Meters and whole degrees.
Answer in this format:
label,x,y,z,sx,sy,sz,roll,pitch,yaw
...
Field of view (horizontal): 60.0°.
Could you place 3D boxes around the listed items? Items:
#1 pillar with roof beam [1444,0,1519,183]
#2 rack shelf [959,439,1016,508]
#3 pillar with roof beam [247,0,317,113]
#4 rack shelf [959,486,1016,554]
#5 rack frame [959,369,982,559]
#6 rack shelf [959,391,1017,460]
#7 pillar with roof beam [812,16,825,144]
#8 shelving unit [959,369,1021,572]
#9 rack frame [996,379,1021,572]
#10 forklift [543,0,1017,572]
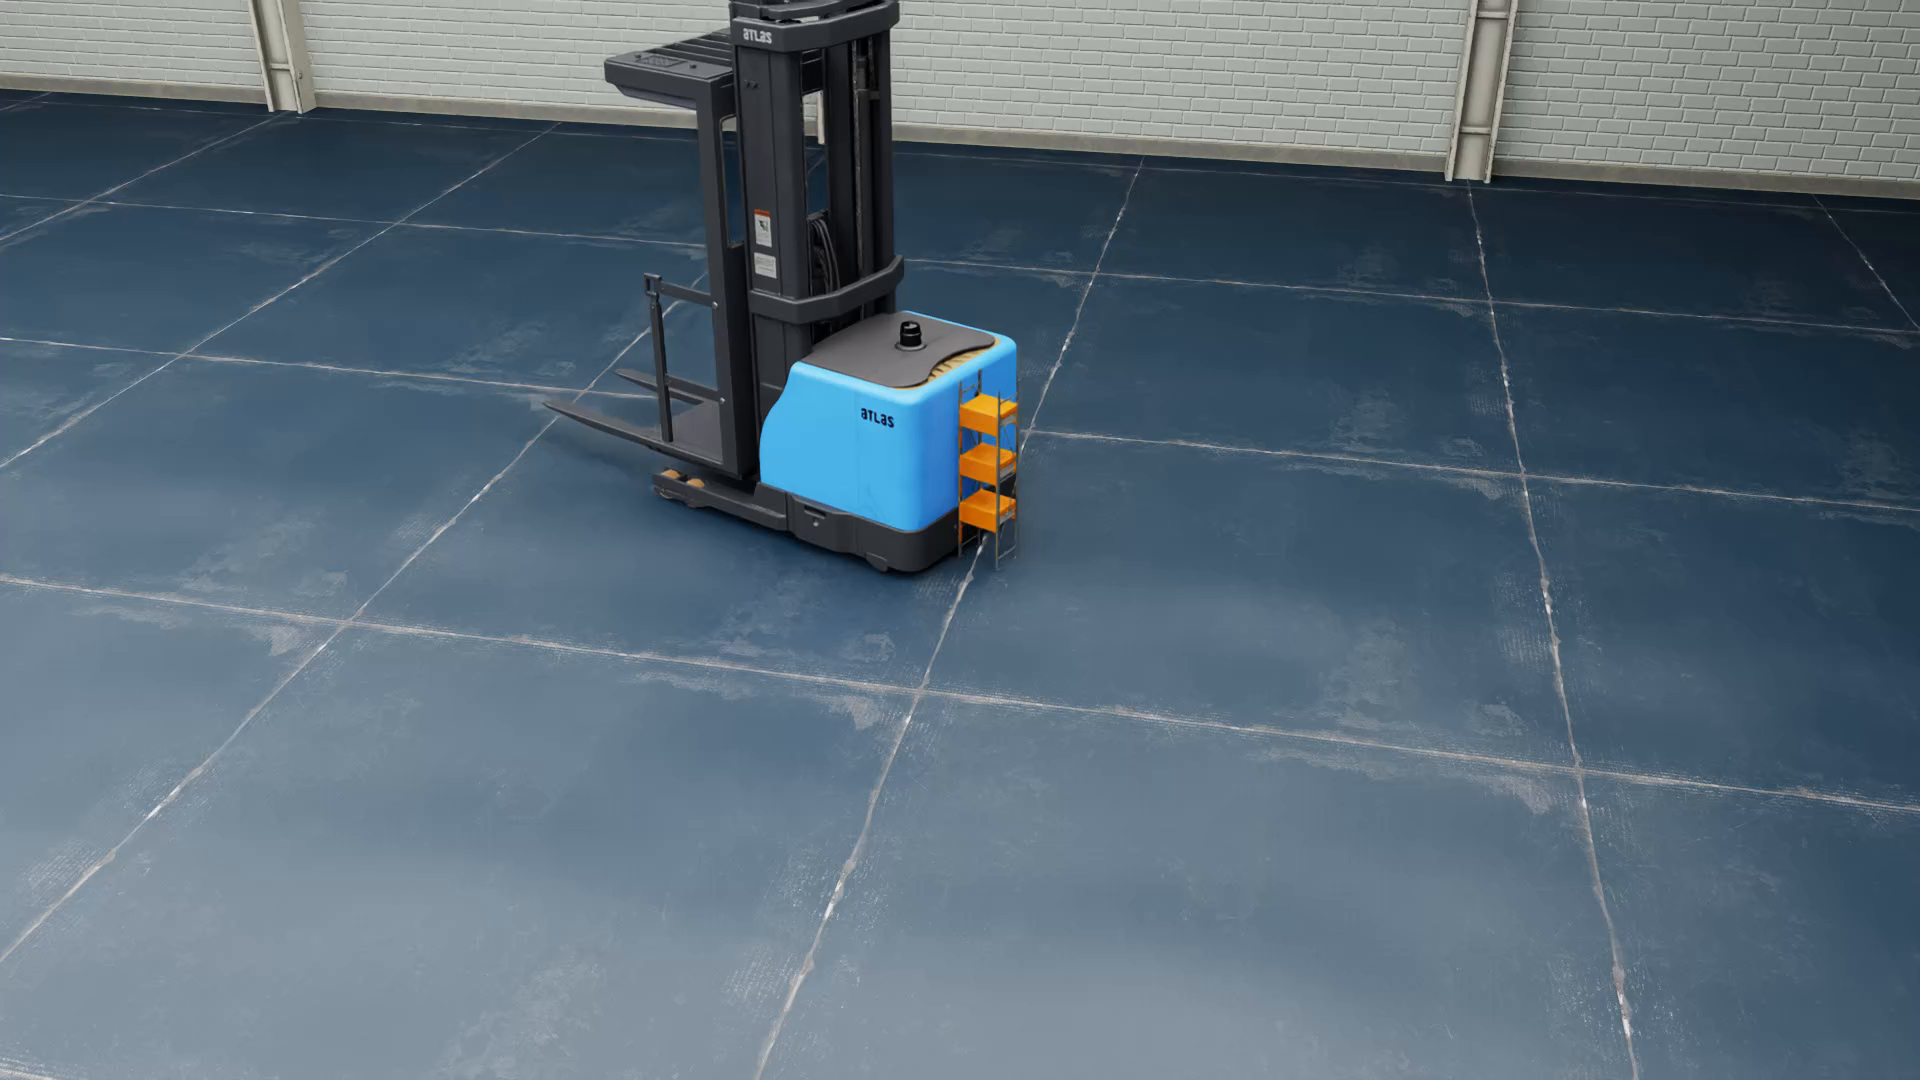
label,x,y,z,sx,sy,sz,roll,pitch,yaw
pillar with roof beam,3.792,-5.282,9.526,0.400,9.000,9.100,6,29,11
rack shelf,0.153,-0.353,8.824,0.240,0.259,0.215,19,34,30
pillar with roof beam,-7.944,-6.485,11.724,0.400,9.000,9.100,6,29,11
rack shelf,0.153,-0.109,8.957,0.240,0.259,0.215,19,34,30
rack frame,0.053,-0.396,8.881,0.008,1.050,0.200,19,34,30
rack shelf,0.153,-0.602,8.688,0.240,0.259,0.215,19,34,30
pillar with roof beam,-2.076,-5.883,10.625,0.400,9.000,9.100,6,29,11
shelving unit,0.153,-0.362,8.819,0.252,1.050,0.215,19,34,30
rack frame,0.252,-0.329,8.757,0.008,1.050,0.200,19,34,30
forklift,-1.173,-1.658,9.226,3.031,2.935,1.130,19,34,30
